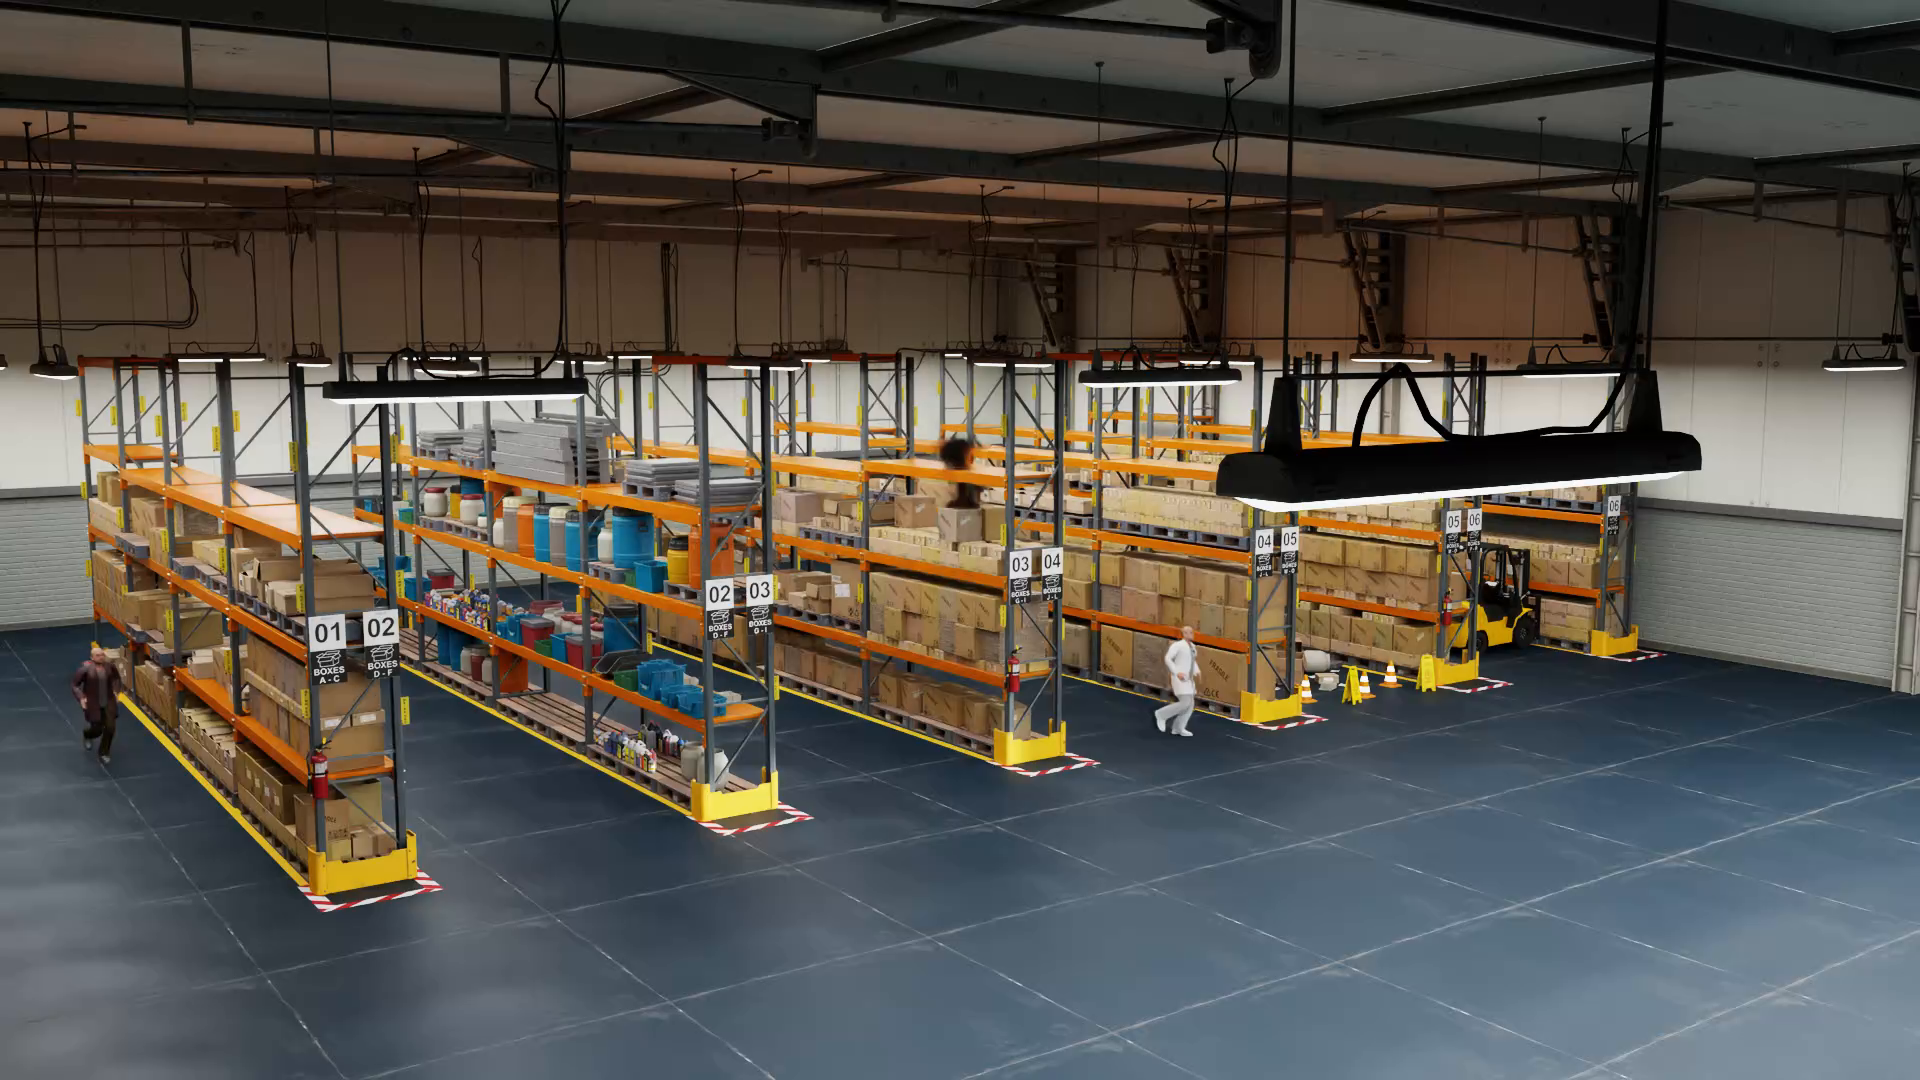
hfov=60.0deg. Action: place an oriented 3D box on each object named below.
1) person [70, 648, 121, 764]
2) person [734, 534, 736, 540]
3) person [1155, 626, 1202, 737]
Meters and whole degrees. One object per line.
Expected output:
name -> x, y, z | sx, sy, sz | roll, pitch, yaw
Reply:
person -> -12.978, 2.462, 25.027 | 0.721, 1.734, 0.728 | 6, 9, 43
person -> -5.689, 0.583, 40.513 | 0.868, 1.641, 0.844 | 1, 7, 10
person -> 3.549, 2.244, 26.751 | 0.632, 1.730, 0.763 | 4, 8, 31
